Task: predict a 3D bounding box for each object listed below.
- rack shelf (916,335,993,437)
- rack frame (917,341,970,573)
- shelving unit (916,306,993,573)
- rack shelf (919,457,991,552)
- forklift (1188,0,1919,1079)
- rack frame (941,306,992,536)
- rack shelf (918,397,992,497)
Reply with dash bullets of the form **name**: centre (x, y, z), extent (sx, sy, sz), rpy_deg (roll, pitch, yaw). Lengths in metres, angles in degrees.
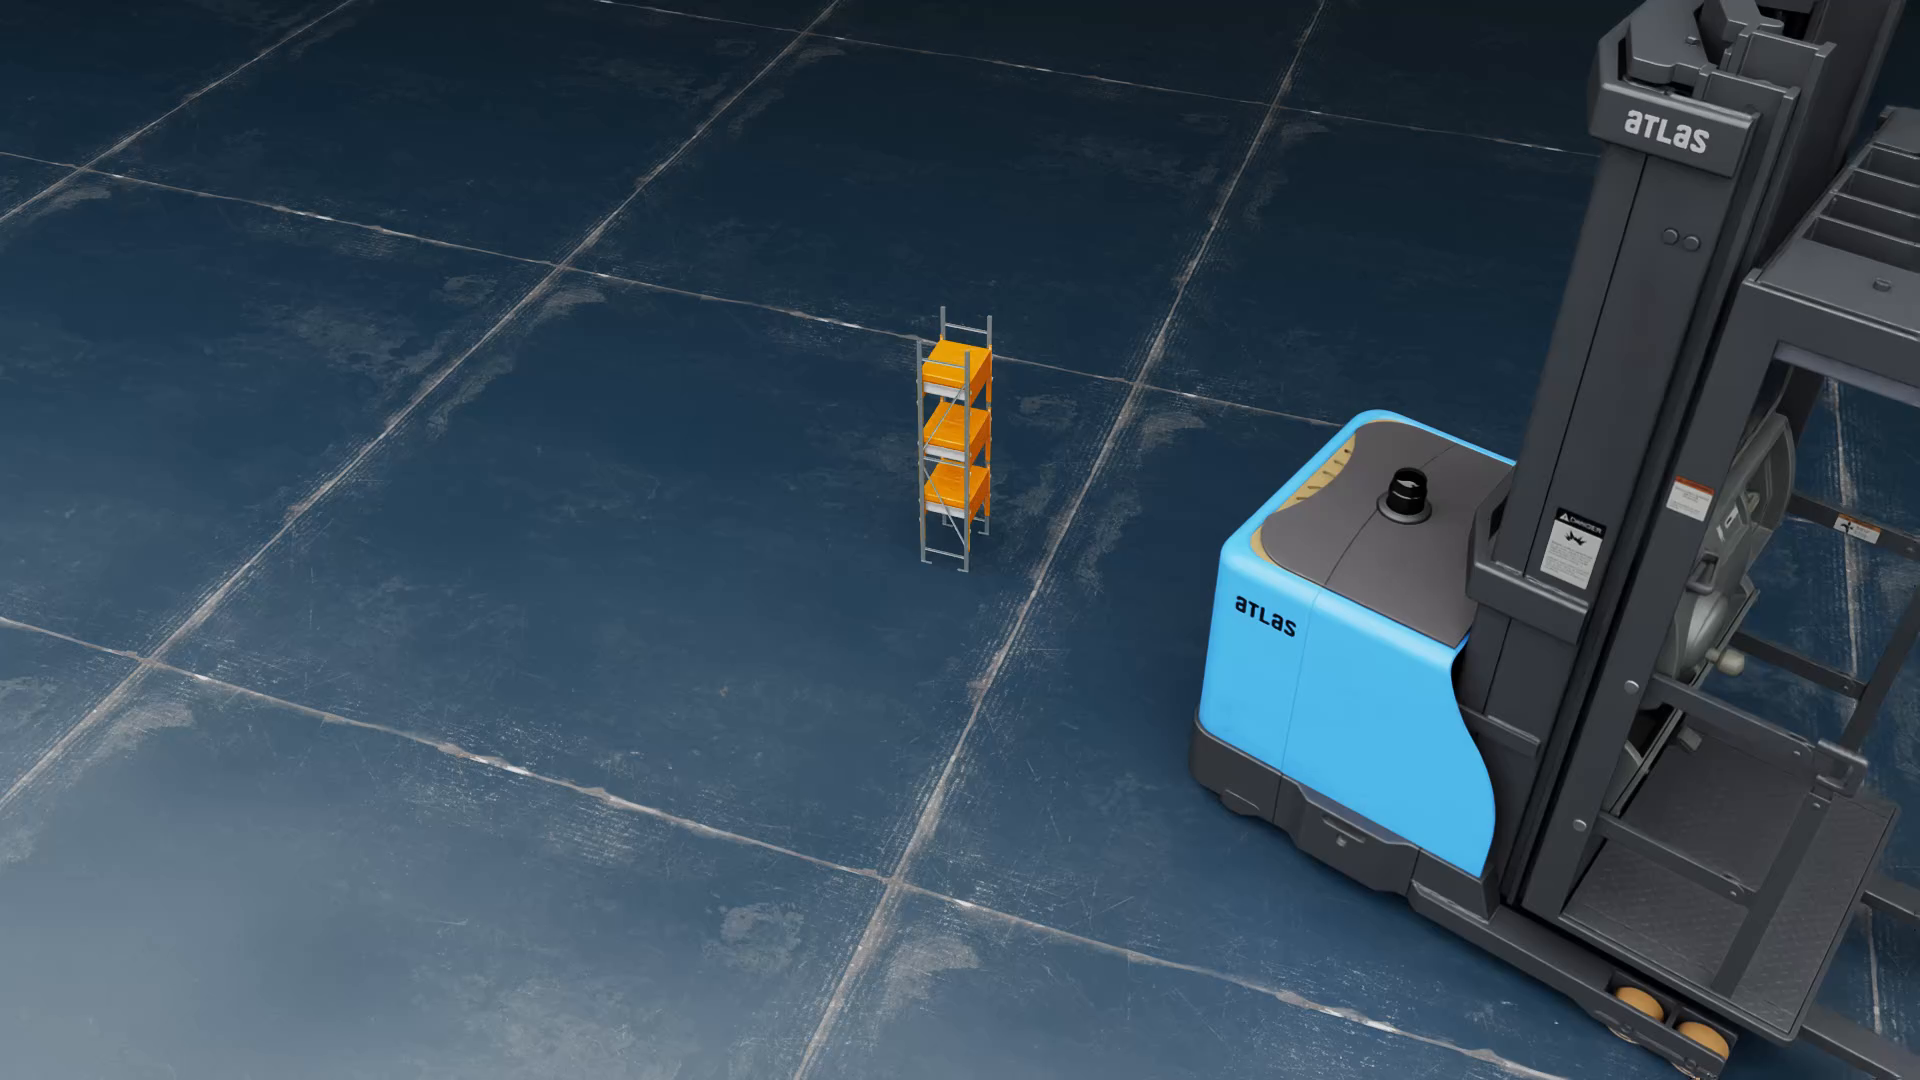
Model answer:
- **rack shelf**: centre (-0.018, -0.575, 6.194), extent (0.215, 0.259, 0.240), rpy_deg (13, 42, 15)
- **rack frame**: centre (-0.060, -0.292, 6.284), extent (0.200, 1.050, 0.008), rpy_deg (13, 42, 15)
- **shelving unit**: centre (-0.018, -0.367, 6.371), extent (0.215, 1.050, 0.252), rpy_deg (13, 42, 15)
- **rack shelf**: centre (-0.018, -0.147, 6.558), extent (0.215, 0.259, 0.240), rpy_deg (13, 42, 15)
- **forklift**: centre (2.254, 0.075, 4.404), extent (3.031, 2.935, 1.130), rpy_deg (27, 47, 28)
- **rack frame**: centre (0.023, -0.441, 6.458), extent (0.200, 1.050, 0.008), rpy_deg (13, 42, 15)
- **rack shelf**: centre (-0.018, -0.359, 6.378), extent (0.215, 0.259, 0.240), rpy_deg (13, 42, 15)
